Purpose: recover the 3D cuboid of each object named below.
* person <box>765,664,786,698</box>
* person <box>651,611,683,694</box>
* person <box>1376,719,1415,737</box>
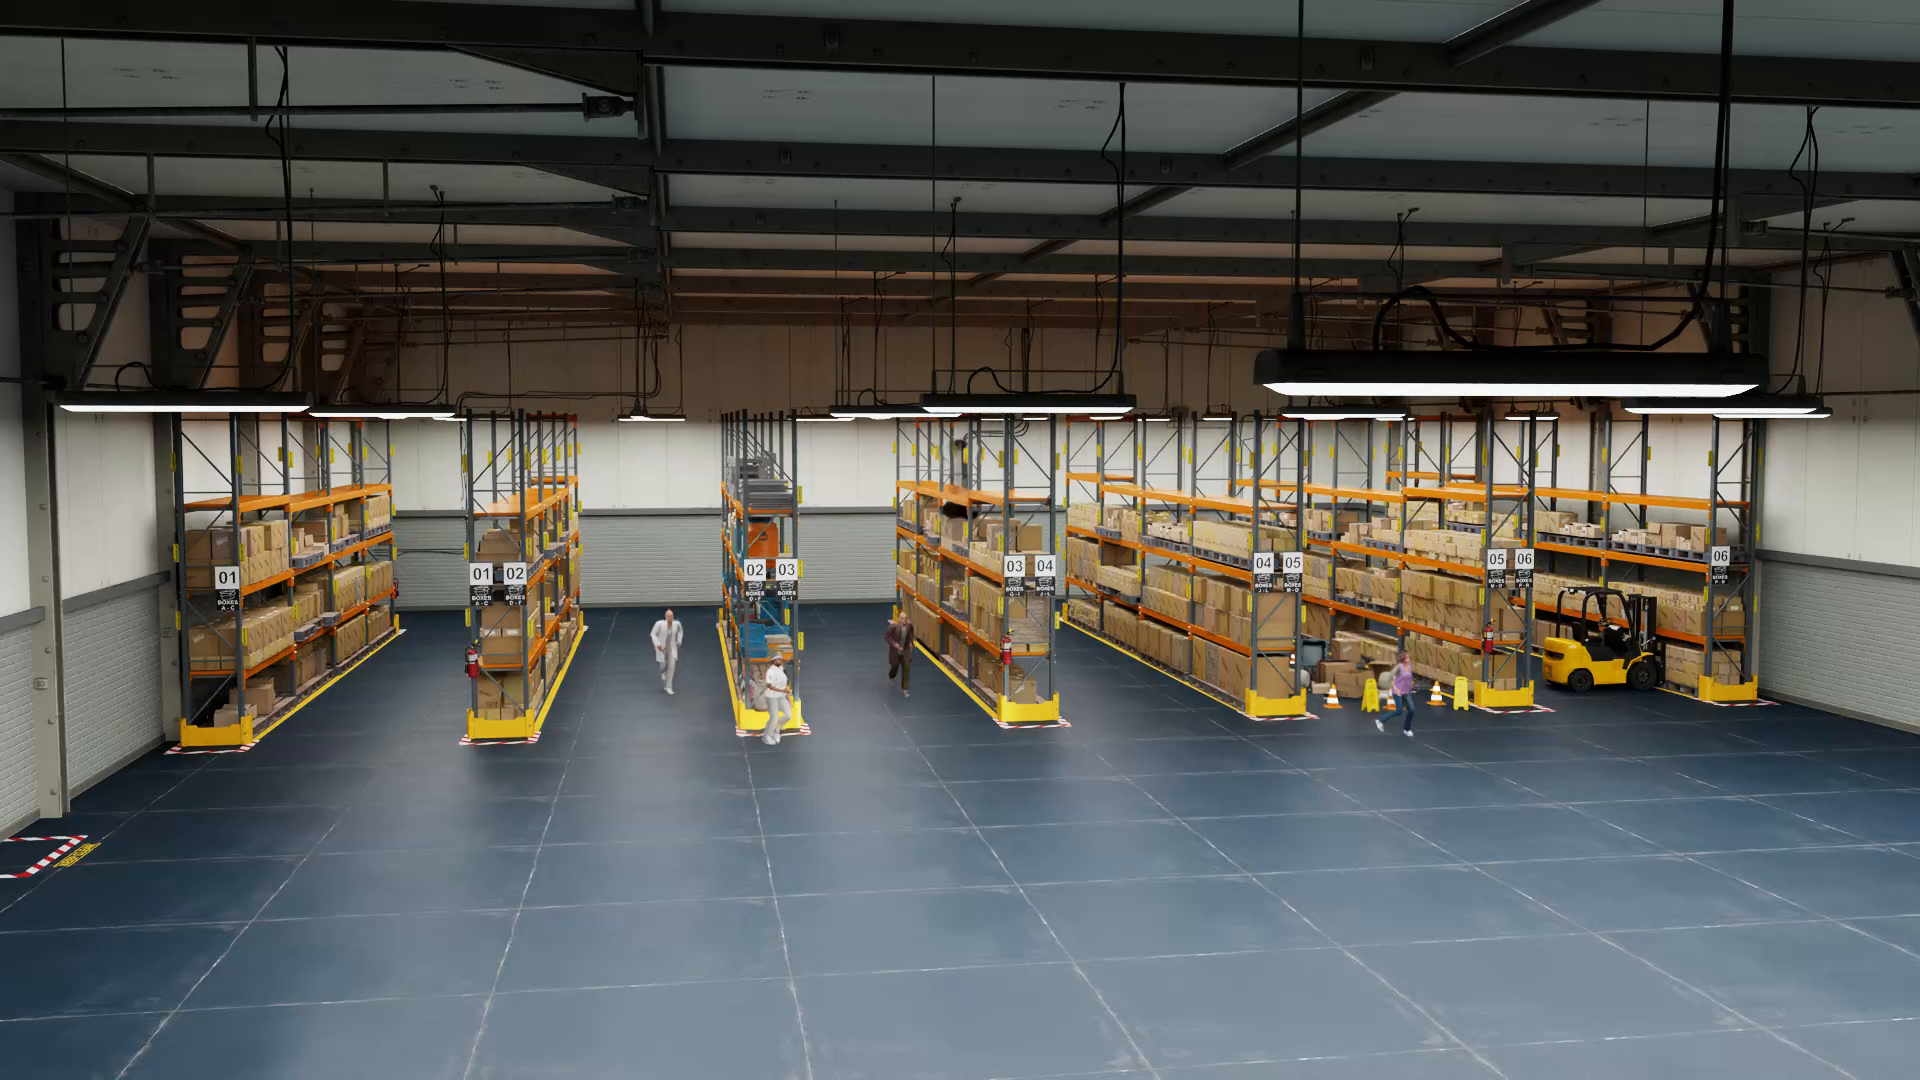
[{"bbox_3d":[-3.289,2.511,29.744,0.377,0.589,0.557,3,5,32],"label":"person"},{"bbox_3d":[-6.289,2.490,35.717,0.714,1.558,1.084,-1,4,-17],"label":"person"},{"bbox_3d":[8.025,3.483,30.495,0.545,0.304,0.470,-3,5,-40],"label":"person"}]
